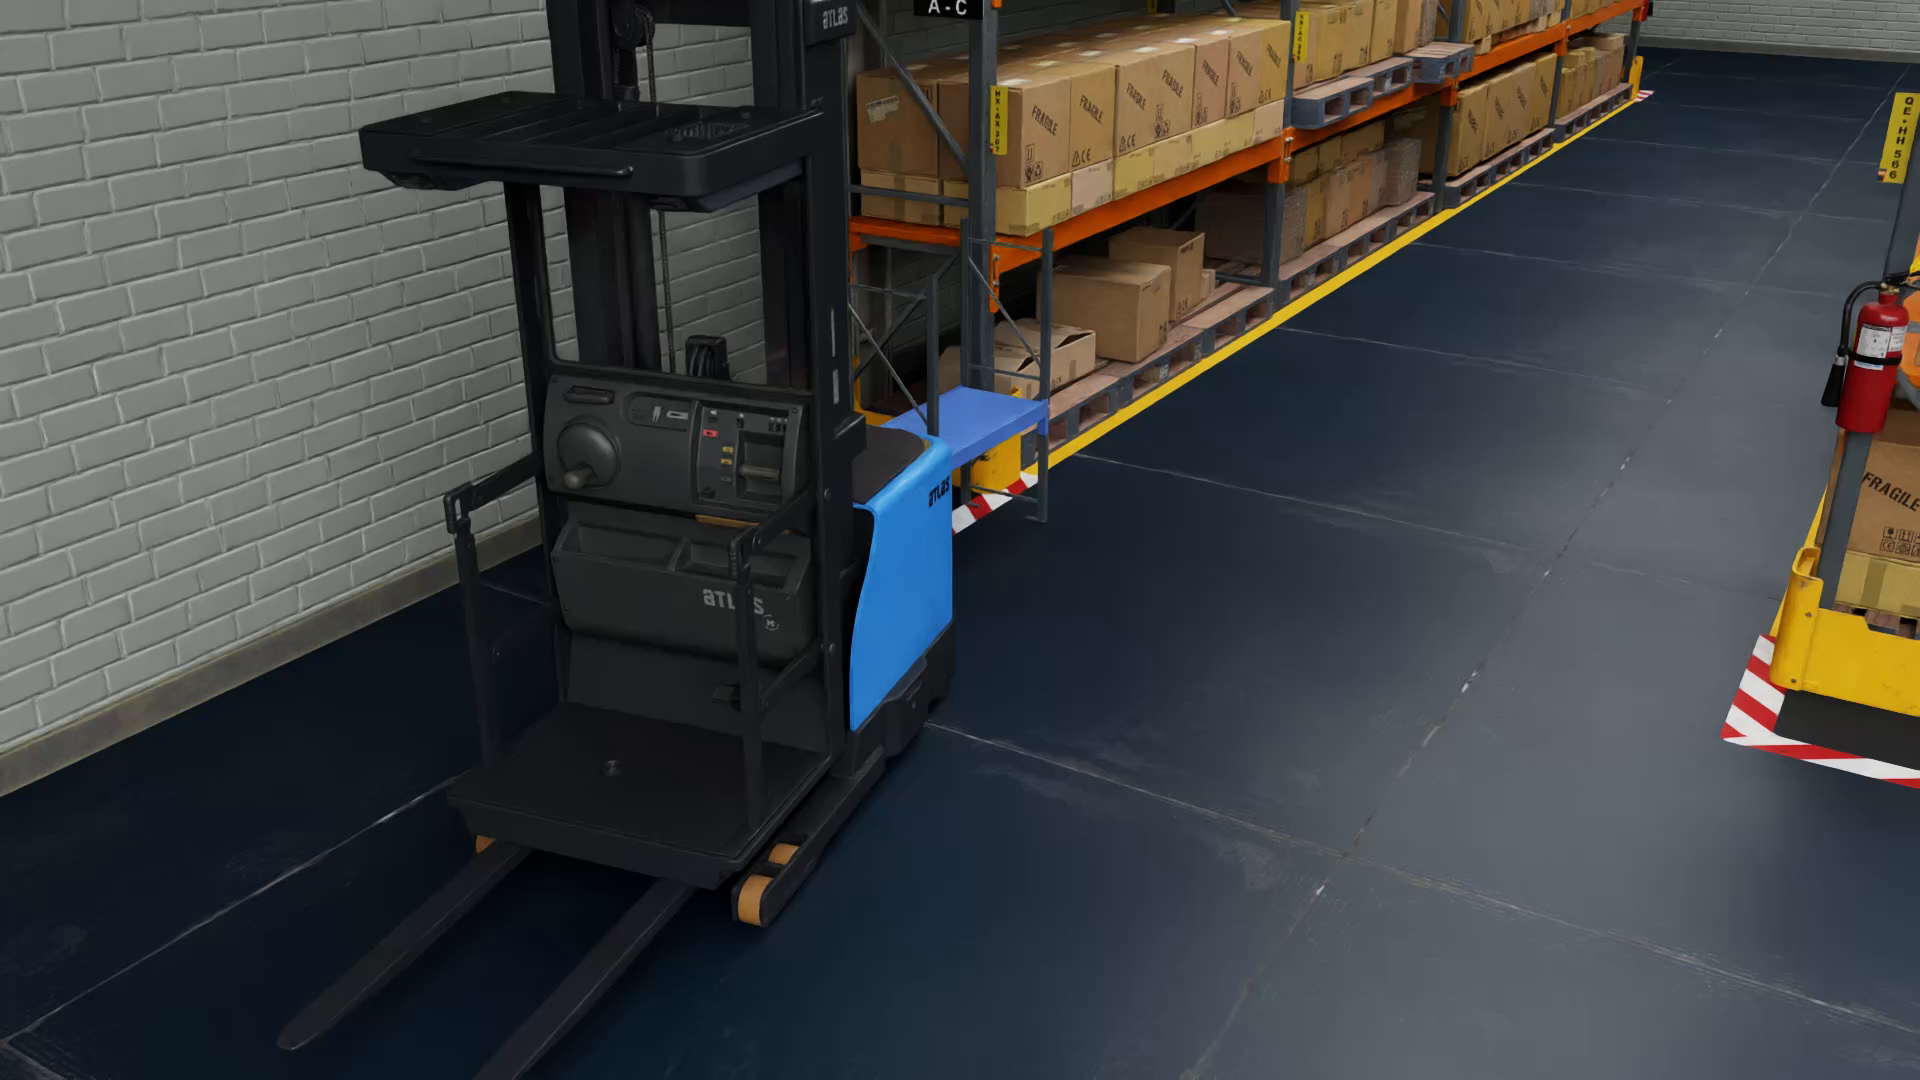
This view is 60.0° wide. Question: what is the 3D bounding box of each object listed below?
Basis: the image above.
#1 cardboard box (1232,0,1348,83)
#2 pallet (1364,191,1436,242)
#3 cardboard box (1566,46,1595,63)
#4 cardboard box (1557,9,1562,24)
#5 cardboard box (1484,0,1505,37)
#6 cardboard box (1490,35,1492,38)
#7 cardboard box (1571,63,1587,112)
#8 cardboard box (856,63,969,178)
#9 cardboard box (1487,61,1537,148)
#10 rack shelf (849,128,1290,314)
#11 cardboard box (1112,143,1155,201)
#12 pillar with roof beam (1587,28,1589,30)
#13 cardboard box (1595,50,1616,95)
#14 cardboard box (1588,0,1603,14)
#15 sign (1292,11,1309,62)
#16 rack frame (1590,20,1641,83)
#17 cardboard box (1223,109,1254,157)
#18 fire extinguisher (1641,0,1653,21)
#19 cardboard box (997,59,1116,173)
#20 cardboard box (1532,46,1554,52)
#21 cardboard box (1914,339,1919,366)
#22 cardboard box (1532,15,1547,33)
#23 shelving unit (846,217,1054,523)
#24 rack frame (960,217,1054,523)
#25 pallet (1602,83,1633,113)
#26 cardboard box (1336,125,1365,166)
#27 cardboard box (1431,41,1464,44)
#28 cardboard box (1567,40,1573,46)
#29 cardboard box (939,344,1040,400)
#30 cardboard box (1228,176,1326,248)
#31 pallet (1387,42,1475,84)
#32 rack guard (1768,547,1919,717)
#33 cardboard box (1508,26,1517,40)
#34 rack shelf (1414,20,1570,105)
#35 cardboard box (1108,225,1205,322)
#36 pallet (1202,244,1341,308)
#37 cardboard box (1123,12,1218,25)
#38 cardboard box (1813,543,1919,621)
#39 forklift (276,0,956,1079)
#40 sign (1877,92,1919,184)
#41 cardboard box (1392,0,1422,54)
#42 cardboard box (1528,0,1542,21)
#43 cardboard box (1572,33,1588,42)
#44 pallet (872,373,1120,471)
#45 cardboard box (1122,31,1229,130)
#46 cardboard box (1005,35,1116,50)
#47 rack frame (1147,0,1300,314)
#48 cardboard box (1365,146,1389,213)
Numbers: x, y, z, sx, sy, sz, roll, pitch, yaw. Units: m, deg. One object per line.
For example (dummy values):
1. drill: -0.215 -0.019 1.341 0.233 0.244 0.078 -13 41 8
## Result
1. cardboard box: 2.433 -3.714 12.373 0.700 0.500 0.500 17 29 34
2. pallet: 3.532 -2.921 14.732 1.003 0.211 1.213 14 27 29
3. cardboard box: 7.147 -5.642 19.308 0.380 0.149 0.250 13 27 27
4. cardboard box: 6.117 -5.535 17.550 0.380 0.149 0.250 14 27 29
5. cardboard box: 4.703 -4.941 15.362 0.500 0.500 0.500 15 28 31
6. cardboard box: 4.825 -4.776 15.797 0.380 0.149 0.250 15 27 30
7. cardboard box: 6.804 -5.260 19.241 0.700 0.500 0.500 14 27 28
8. cardboard box: -0.207 -2.252 8.896 0.500 0.500 0.500 14 27 28
9. cardboard box: 5.356 -4.473 16.984 0.750 0.750 0.750 15 27 31
10. rack shelf: 0.780 -2.109 10.251 1.077 0.370 4.000 14 27 29
11. cardboard box: 0.788 -2.151 9.608 0.500 0.250 0.500 13 27 28
12. pillar with roof beam: 12.512 -10.108 20.271 9.100 9.000 0.400 14 27 29
13. cardboard box: 7.617 -5.784 20.452 0.700 0.500 0.500 14 27 29
14. cardboard box: 6.745 -6.377 18.827 0.980 0.700 0.700 13 27 28
15. sign: 2.300 -3.400 11.239 0.100 0.325 0.005 14 27 29
16. rack frame: 8.165 -7.164 21.023 1.000 3.000 0.127 14 27 29
17. cardboard box: 1.573 -2.665 10.793 0.500 0.250 0.500 14 27 29
18. fire extinguisher: 8.637 -6.912 21.007 0.296 0.674 0.183 14 27 29
19. cardboard box: 0.501 -2.311 9.033 0.500 0.500 0.500 14 27 29
20. cardboard box: 6.706 -5.648 19.323 0.380 0.149 0.250 13 27 27
21. cardboard box: 4.193 -0.928 6.492 0.700 0.500 0.500 14 27 29
22. cardboard box: 5.740 -5.265 16.927 0.380 0.149 0.250 14 27 29
23. shelving unit: -0.045 -0.660 7.885 0.538 1.500 1.048 14 27 29
24. rack frame: 0.223 -0.831 8.282 0.500 1.500 0.032 14 27 29
25. pallet: 7.810 -5.598 20.916 1.003 0.211 1.213 14 27 29
26. cardboard box: 2.989 -3.255 13.642 0.500 0.250 0.500 14 27 29
27. cardboard box: 4.315 -4.421 14.977 0.380 0.149 0.250 13 27 28
28. cardboard box: 7.109 -5.906 19.918 0.380 0.149 0.250 14 27 29
29. cardboard box: 0.167 -0.947 9.492 0.500 0.311 0.500 11 26 23
30. cardboard box: 2.439 -2.606 13.086 0.700 0.500 0.500 13 27 28
31. pallet: 3.660 -4.113 14.217 1.213 0.211 1.003 14 27 29
32. rack guard: 3.923 0.428 6.632 1.175 0.500 0.348 14 27 29
33. cardboard box: 5.260 -5.028 16.379 0.380 0.149 0.250 15 27 31
34. rack shelf: 5.000 -4.809 16.488 1.077 0.370 4.000 14 27 29
35. cardboard box: 1.322 -1.810 11.248 0.500 0.500 0.500 12 26 25
36. pallet: 2.245 -2.097 12.829 1.003 0.211 1.213 14 27 29
37. cardboard box: 1.410 -3.284 11.279 0.500 0.500 0.500 13 27 28
38. cardboard box: 3.967 0.099 7.178 0.500 0.250 0.500 14 27 29
39. forklift: -1.013 -0.284 5.217 1.130 2.935 3.031 9 25 19
40. sign: 3.482 -1.486 6.150 0.100 0.325 0.005 14 27 29
41. cardboard box: 3.434 -4.357 13.859 0.700 0.500 0.500 11 26 24
42. cardboard box: 5.493 -5.455 16.550 0.500 0.500 0.500 14 27 29
43. cardboard box: 7.510 -6.163 20.512 0.380 0.149 0.250 14 27 29
44. pallet: 0.224 -0.777 9.779 1.003 0.211 1.213 14 27 29
45. cardboard box: 1.315 -2.837 10.247 0.500 0.500 0.500 13 27 27
46. cardboard box: 0.602 -2.765 10.082 0.500 0.500 0.500 14 27 30
47. rack frame: 1.835 -3.114 11.668 1.000 3.000 0.127 14 27 29
48. cardboard box: 3.239 -3.115 14.264 0.700 0.500 0.500 14 27 29
